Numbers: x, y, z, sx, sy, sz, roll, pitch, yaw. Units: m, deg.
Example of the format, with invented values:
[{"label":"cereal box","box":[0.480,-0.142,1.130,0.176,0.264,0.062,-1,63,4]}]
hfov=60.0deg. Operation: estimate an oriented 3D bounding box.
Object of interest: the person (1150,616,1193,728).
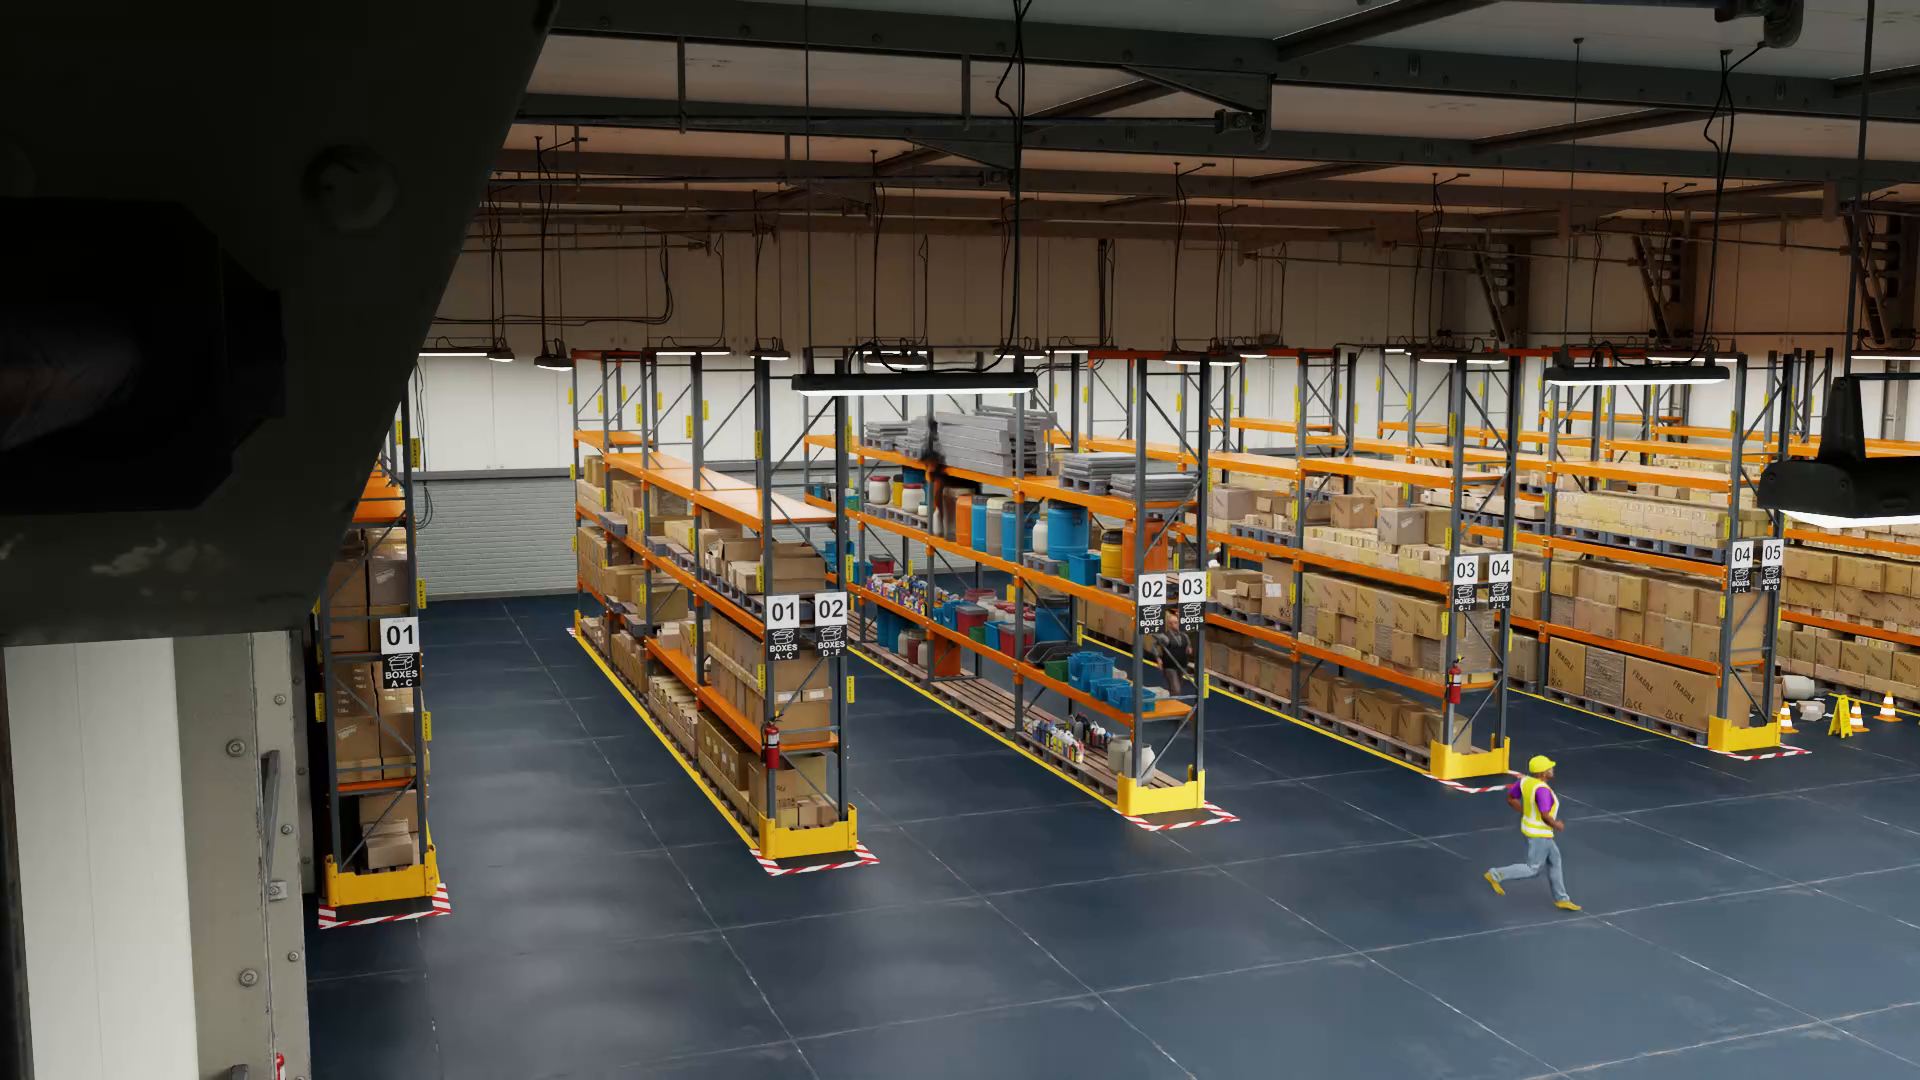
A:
[{"label":"person","box":[3.478,2.102,26.985,0.644,1.731,0.898,-4,8,-31]}]

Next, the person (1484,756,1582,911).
[{"label":"person","box":[6.302,3.229,18.199,1.107,1.758,0.669,0,7,4]}]

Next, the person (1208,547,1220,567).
[{"label":"person","box":[5.638,1.013,35.806,0.682,1.733,0.616,-4,8,-28]}]
